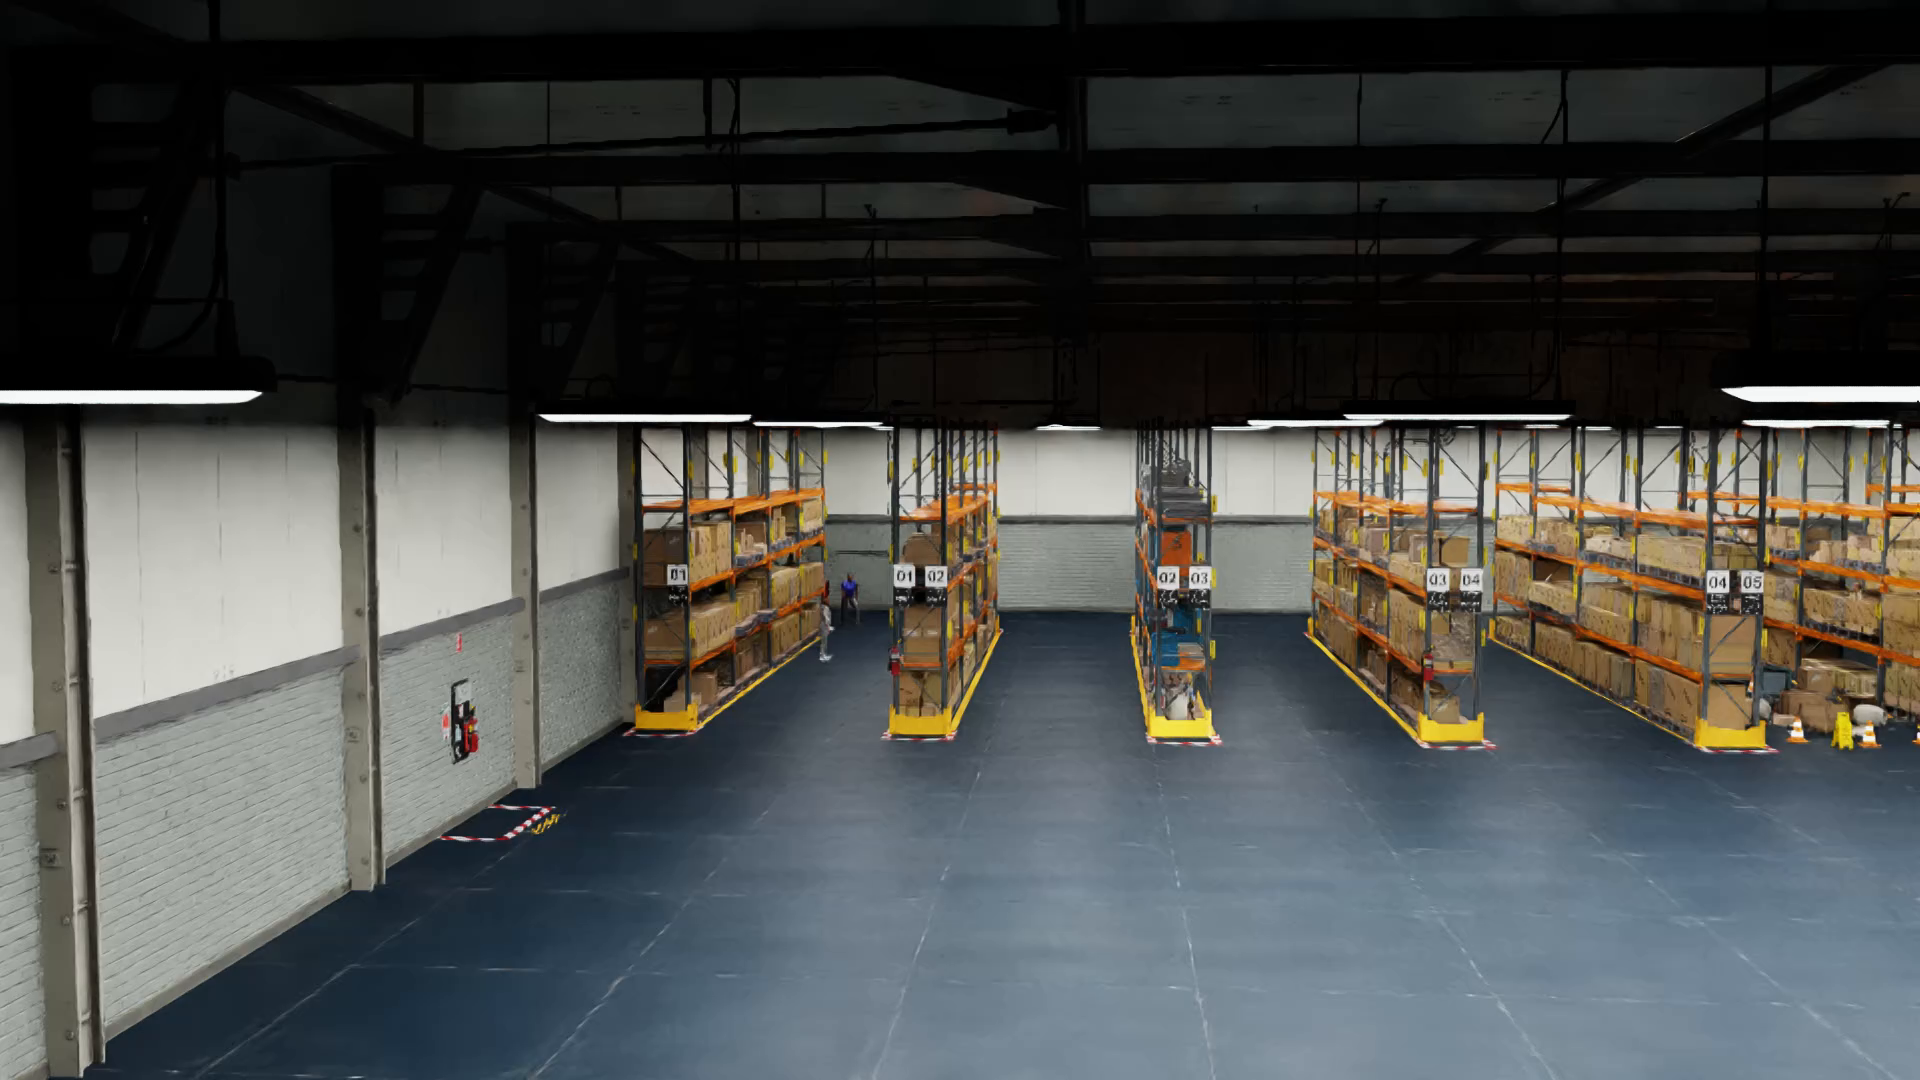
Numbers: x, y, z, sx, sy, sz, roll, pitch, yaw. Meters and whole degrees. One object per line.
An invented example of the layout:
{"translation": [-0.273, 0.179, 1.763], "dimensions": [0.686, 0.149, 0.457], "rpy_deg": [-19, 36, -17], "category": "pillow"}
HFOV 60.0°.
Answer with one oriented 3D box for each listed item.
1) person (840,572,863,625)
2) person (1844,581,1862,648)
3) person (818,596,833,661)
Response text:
{"translation": [-3.241, 1.723, 49.017], "dimensions": [0.616, 1.602, 0.761], "rpy_deg": [-1, 4, -16], "category": "person"}
{"translation": [23.534, 1.972, 43.639], "dimensions": [0.450, 1.777, 0.702], "rpy_deg": [1, 4, 9], "category": "person"}
{"translation": [-3.341, 2.245, 41.618], "dimensions": [0.419, 1.499, 0.502], "rpy_deg": [-1, 4, -16], "category": "person"}
